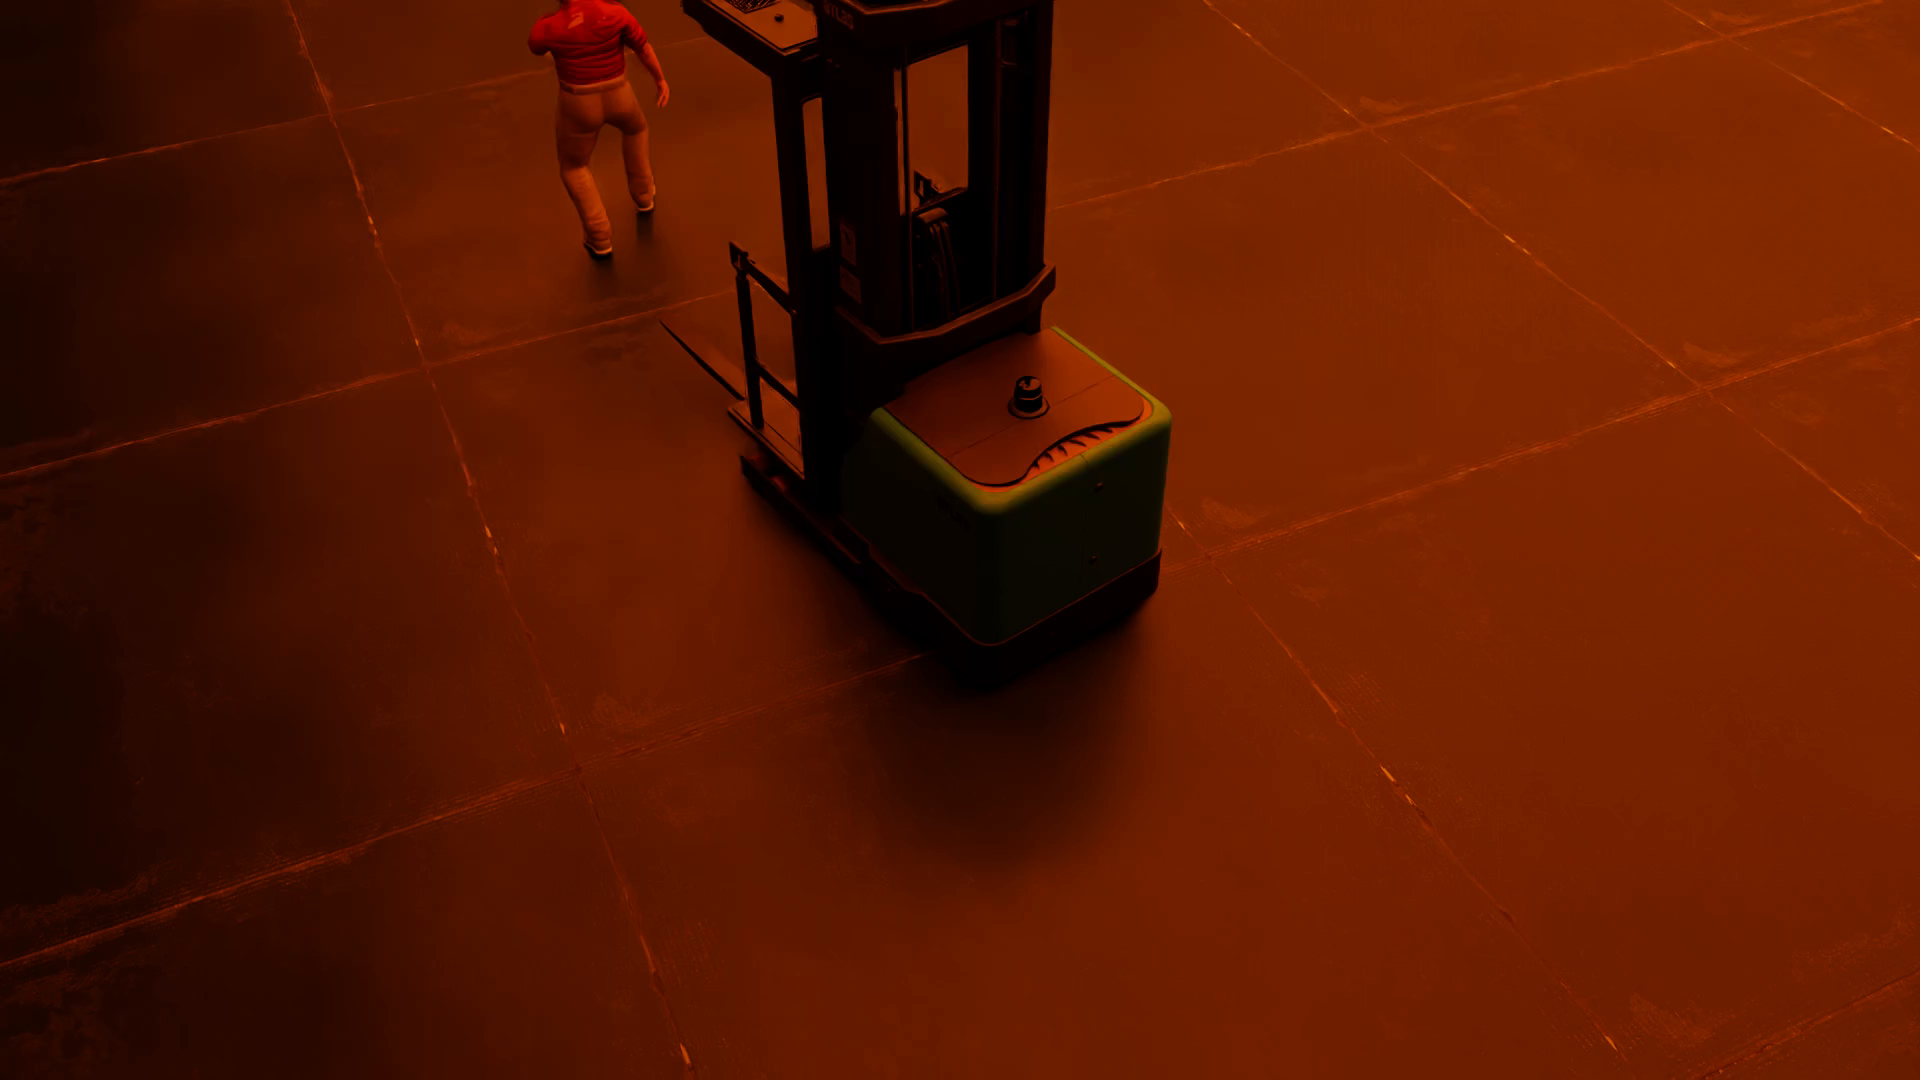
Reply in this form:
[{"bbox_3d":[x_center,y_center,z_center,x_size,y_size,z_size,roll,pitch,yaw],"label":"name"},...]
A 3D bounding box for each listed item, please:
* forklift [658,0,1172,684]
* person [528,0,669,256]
[{"bbox_3d":[-0.405,-1.412,7.193,1.130,2.935,3.031,-28,50,-26],"label":"forklift"},{"bbox_3d":[-2.006,-2.527,9.332,0.722,1.639,0.812,-20,47,-20],"label":"person"}]
